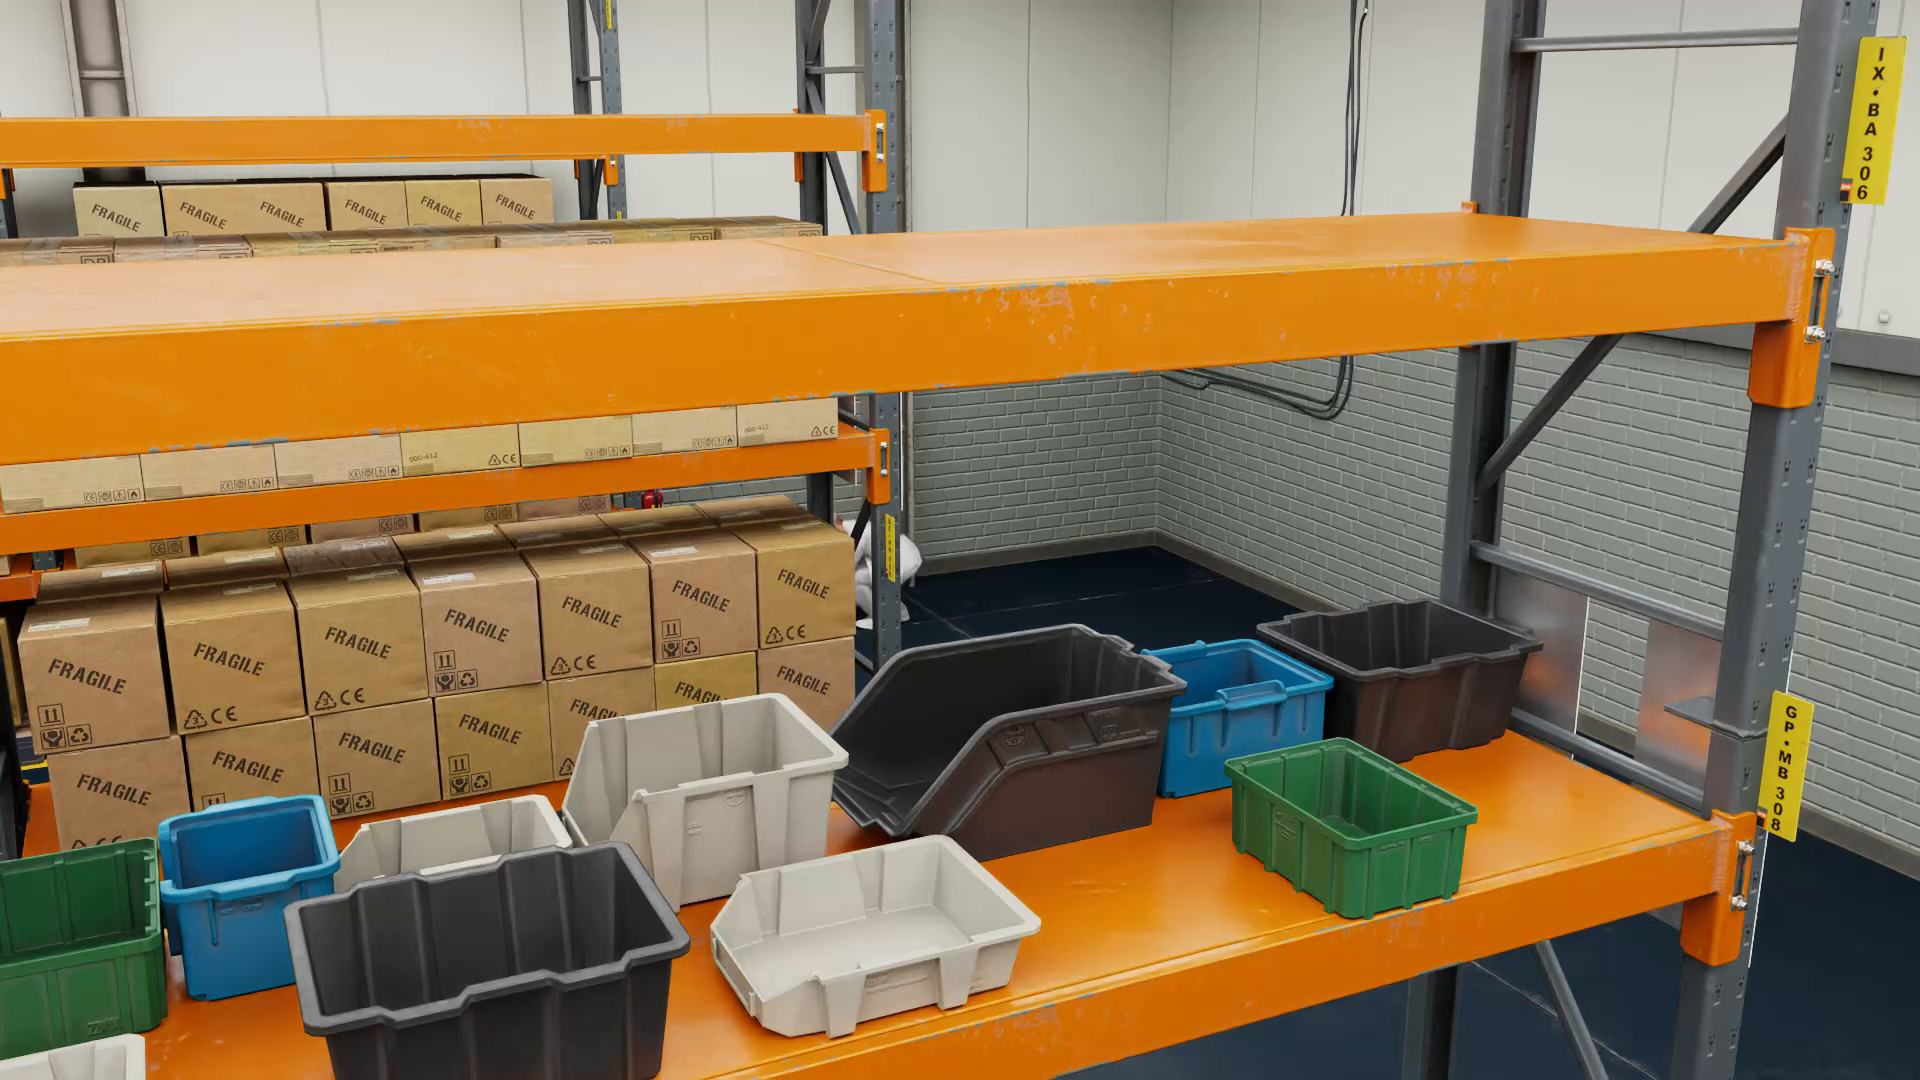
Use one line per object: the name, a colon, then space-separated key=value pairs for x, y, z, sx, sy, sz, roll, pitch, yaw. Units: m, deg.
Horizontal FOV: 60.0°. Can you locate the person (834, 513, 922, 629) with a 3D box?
person: x=-0.814 y=0.268 z=14.186 sx=0.982 sy=0.935 sz=0.573 roll=1 pitch=15 yaw=5
